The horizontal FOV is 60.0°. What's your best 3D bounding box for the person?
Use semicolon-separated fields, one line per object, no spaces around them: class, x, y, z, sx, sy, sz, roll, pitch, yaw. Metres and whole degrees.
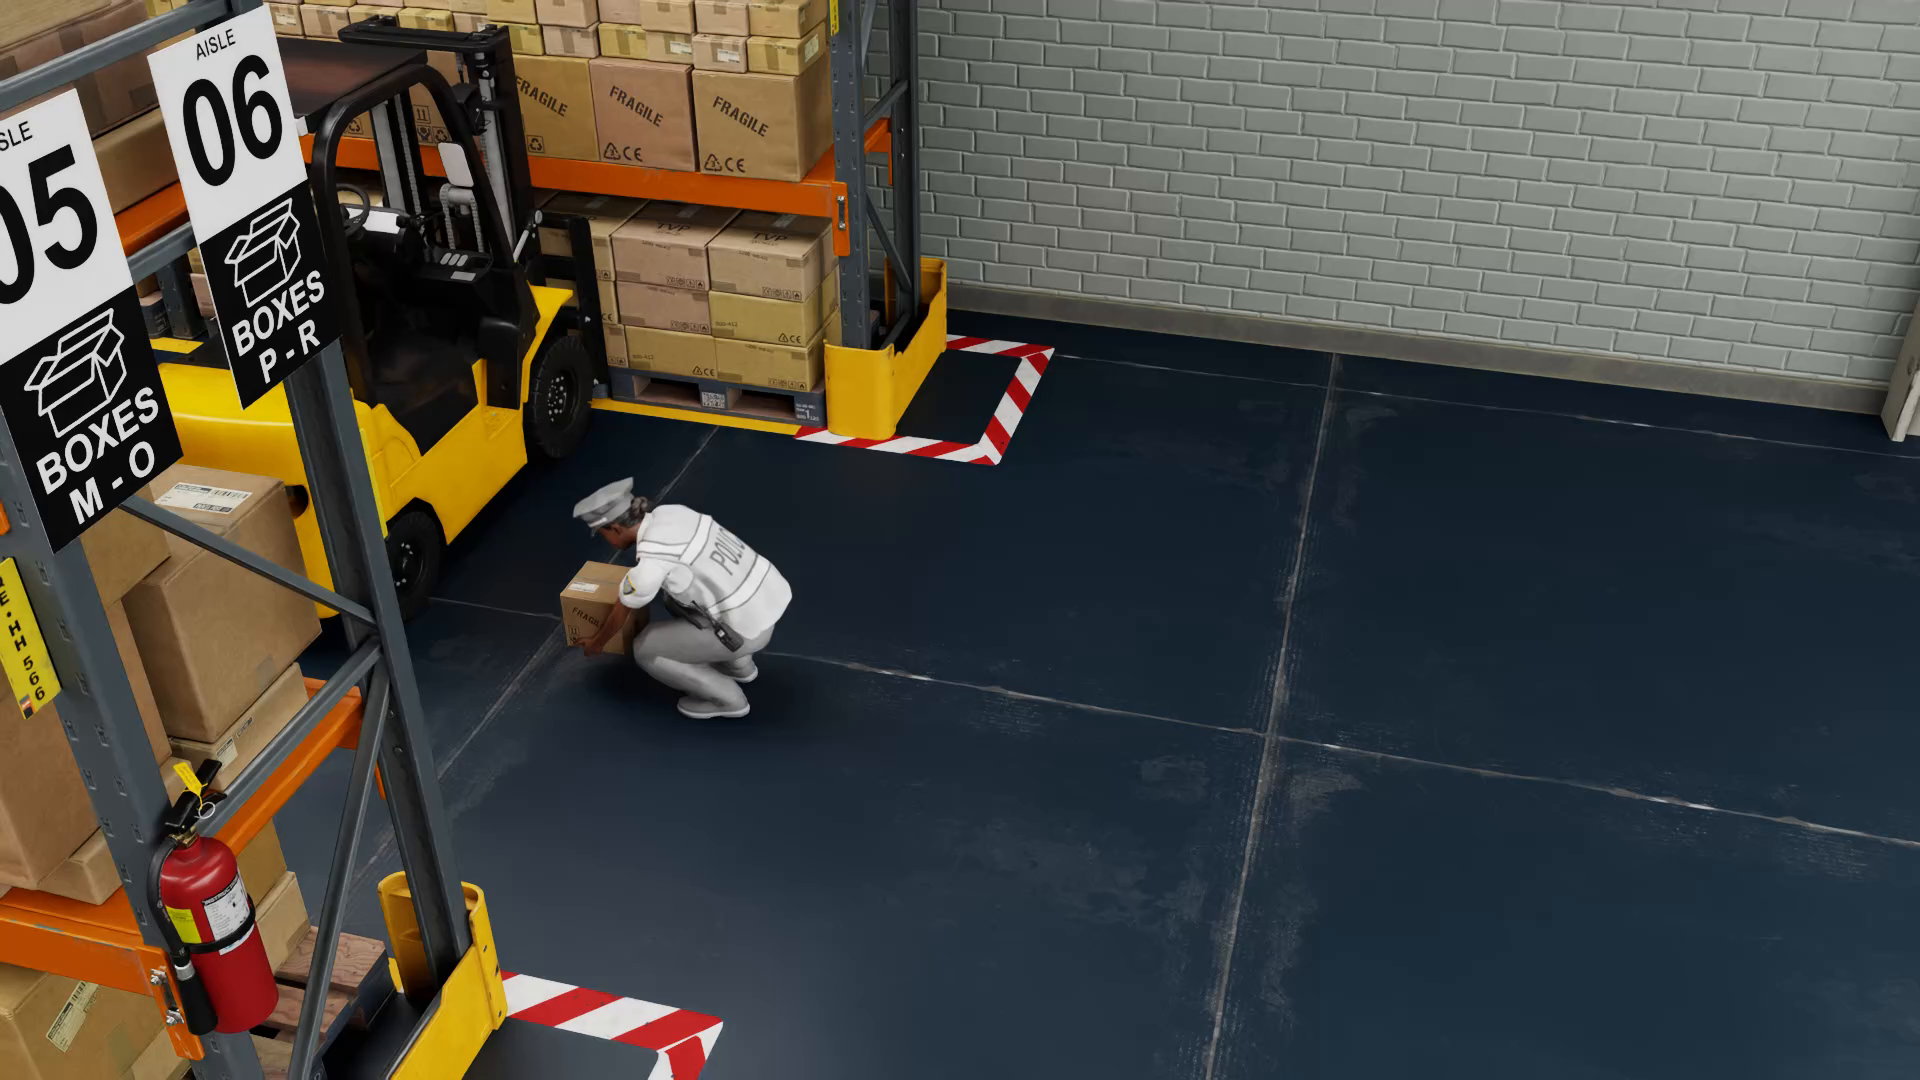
person;-1.090;0.198;6.480;0.859;0.977;0.455;7;34;11
